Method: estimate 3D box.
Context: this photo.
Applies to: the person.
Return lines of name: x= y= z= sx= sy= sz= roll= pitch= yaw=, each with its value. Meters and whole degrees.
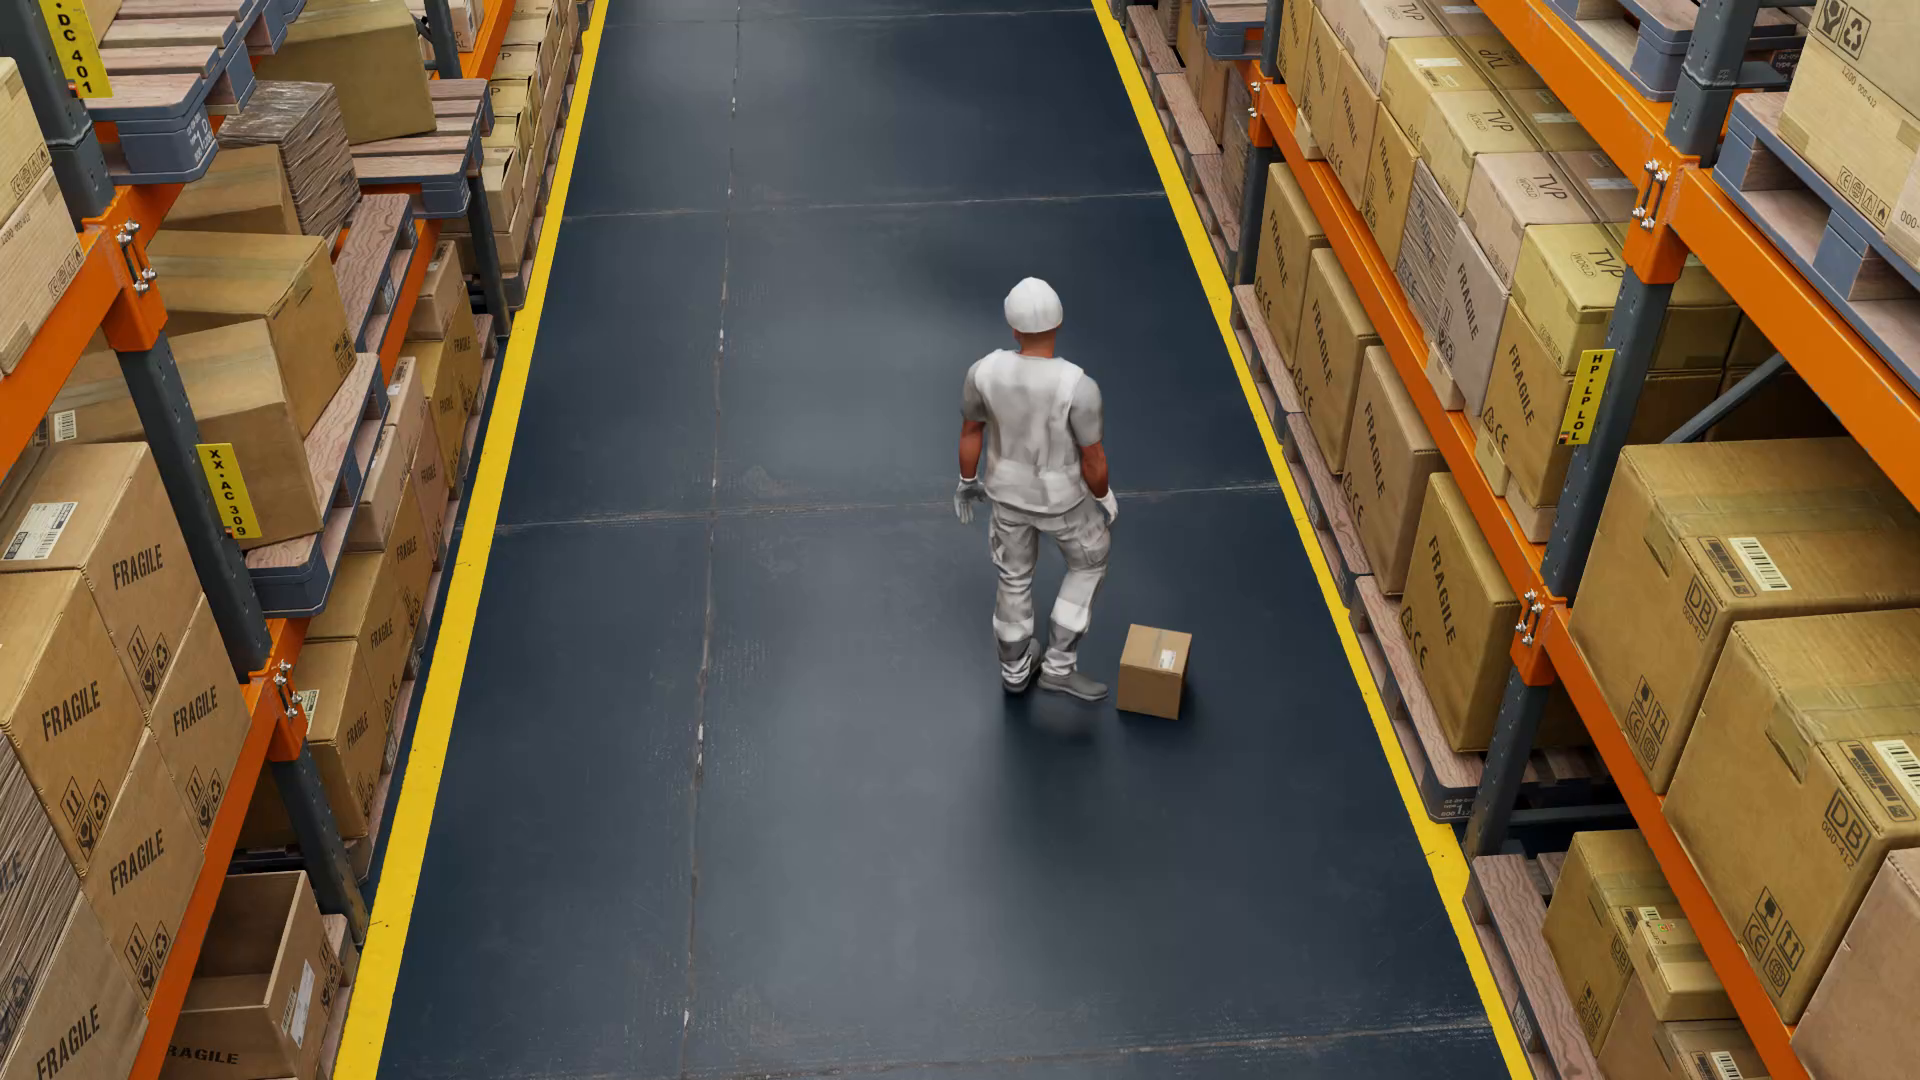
person: x=0.304 y=-0.193 z=6.345 sx=0.669 sy=1.775 sz=0.434 roll=11 pitch=40 yaw=14
